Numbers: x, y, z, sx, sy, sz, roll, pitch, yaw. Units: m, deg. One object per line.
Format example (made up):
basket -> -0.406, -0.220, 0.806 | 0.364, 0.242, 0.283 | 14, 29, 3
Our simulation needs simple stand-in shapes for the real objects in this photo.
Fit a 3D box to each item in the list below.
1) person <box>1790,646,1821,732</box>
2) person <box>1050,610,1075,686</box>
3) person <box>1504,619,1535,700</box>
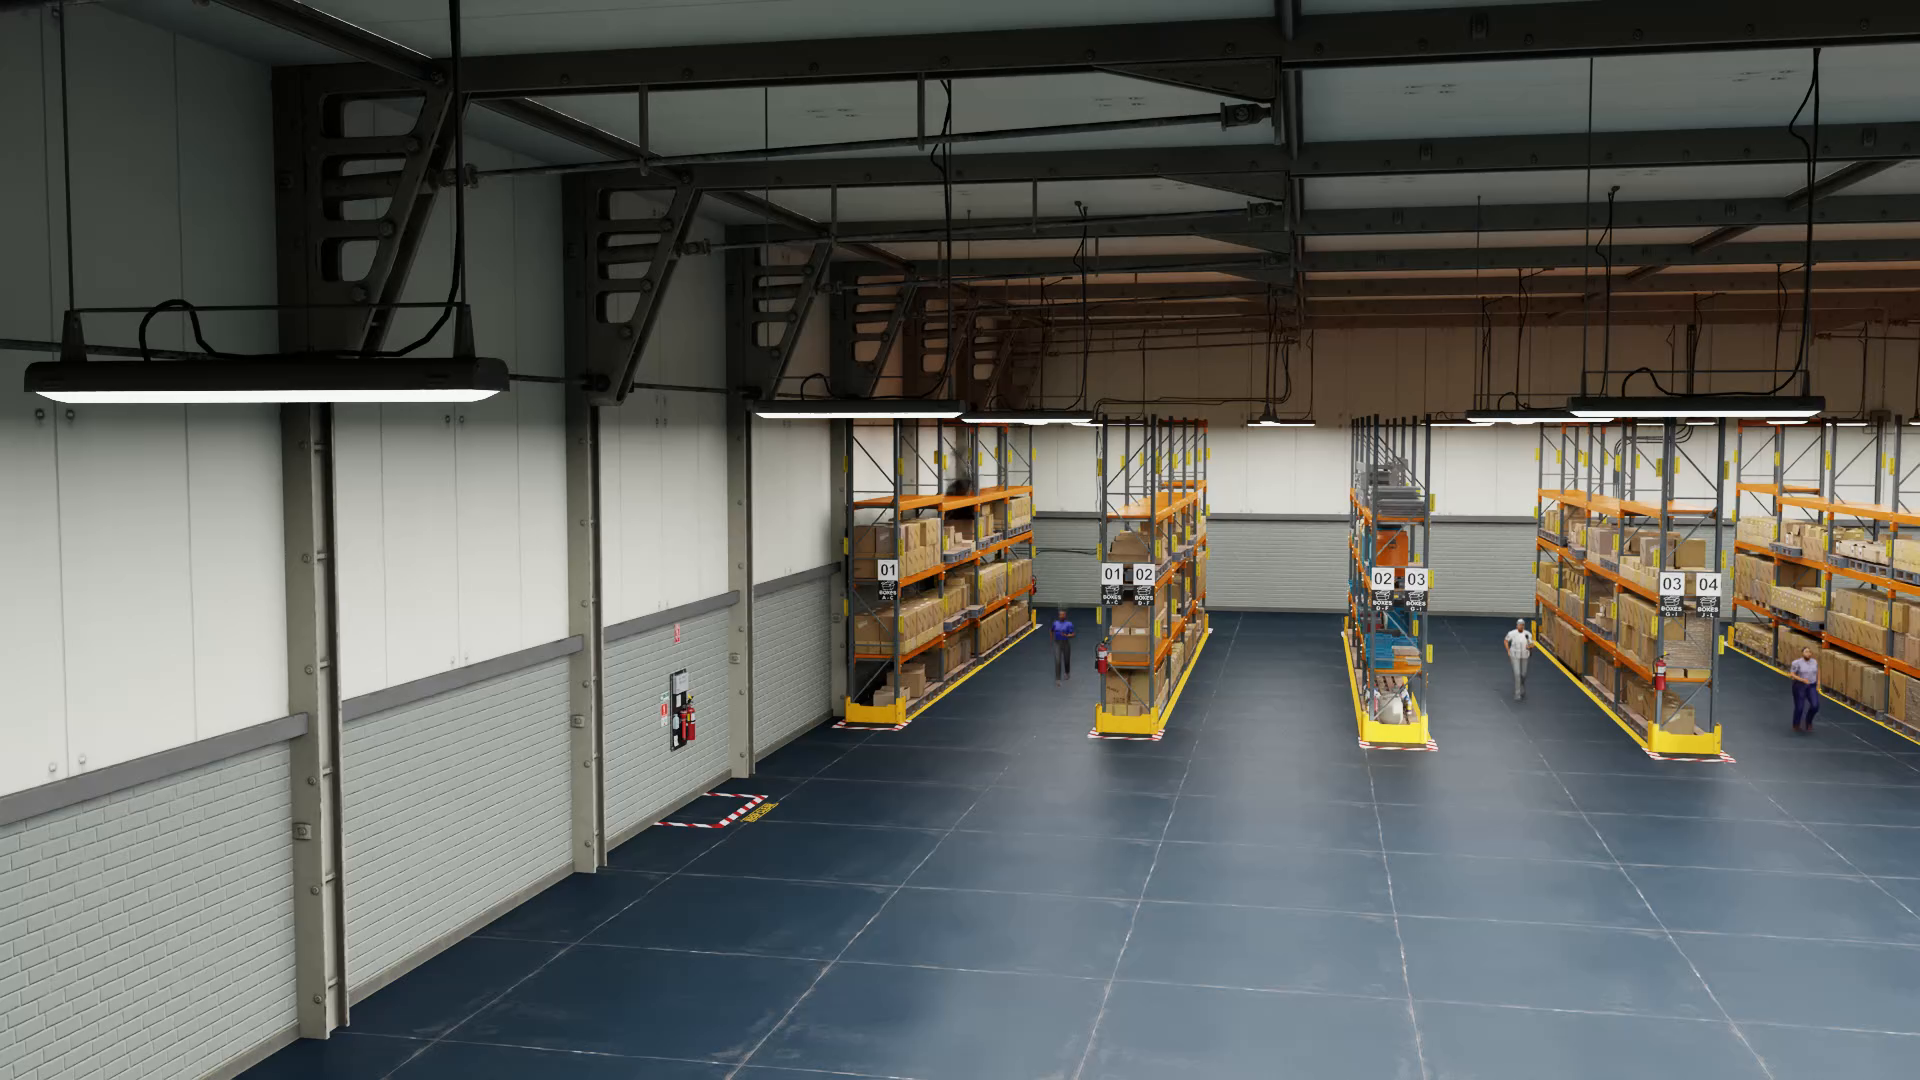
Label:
person -> 15.996, 2.832, 31.407 | 0.629, 1.632, 0.640 | 0, 4, 4
person -> 2.255, 2.358, 36.758 | 0.579, 1.634, 0.941 | 1, 4, 8
person -> 11.953, 2.533, 35.515 | 0.602, 1.680, 0.813 | 1, 4, 8
